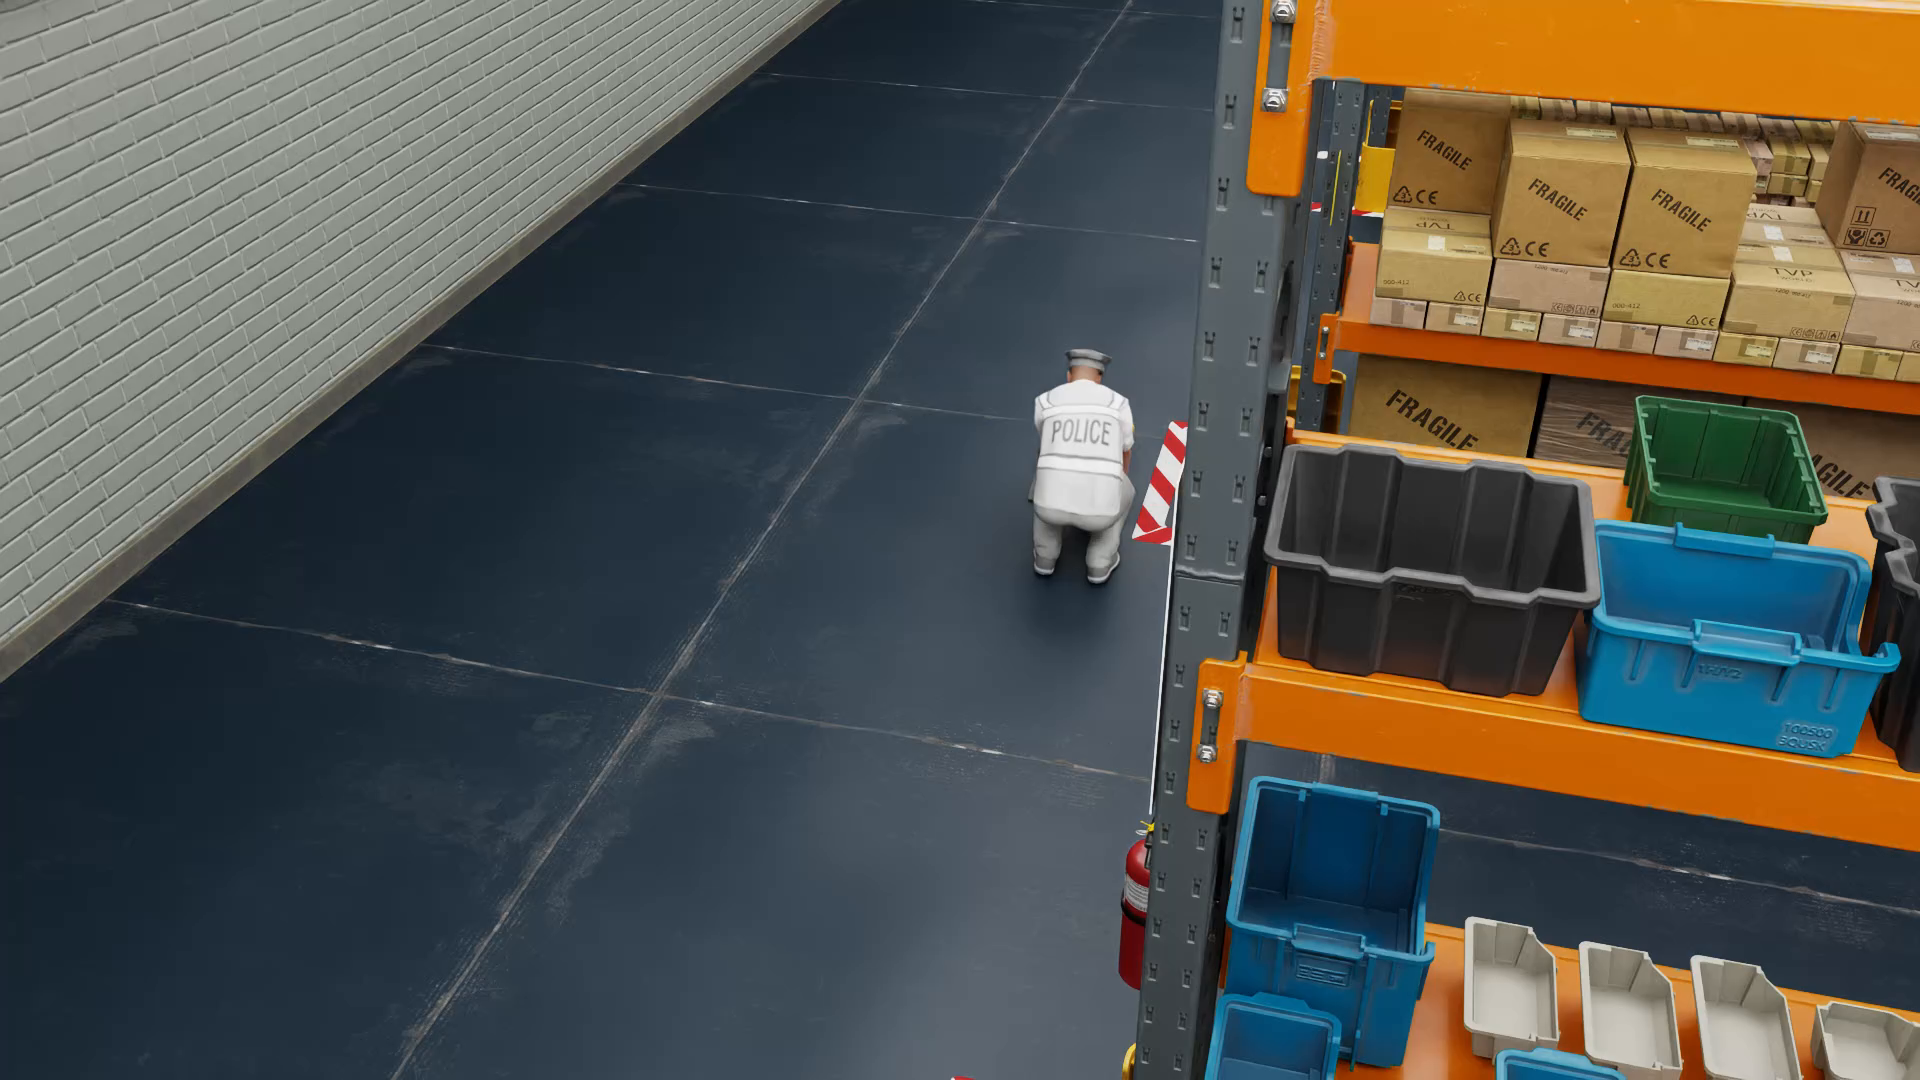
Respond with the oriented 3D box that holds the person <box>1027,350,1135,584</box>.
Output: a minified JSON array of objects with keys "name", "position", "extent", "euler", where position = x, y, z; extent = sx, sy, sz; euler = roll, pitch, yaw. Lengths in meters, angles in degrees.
[{"name":"person","position":[0.616,-0.370,8.398],"extent":[0.534,1.026,0.918],"euler":[7,33,11]}]
